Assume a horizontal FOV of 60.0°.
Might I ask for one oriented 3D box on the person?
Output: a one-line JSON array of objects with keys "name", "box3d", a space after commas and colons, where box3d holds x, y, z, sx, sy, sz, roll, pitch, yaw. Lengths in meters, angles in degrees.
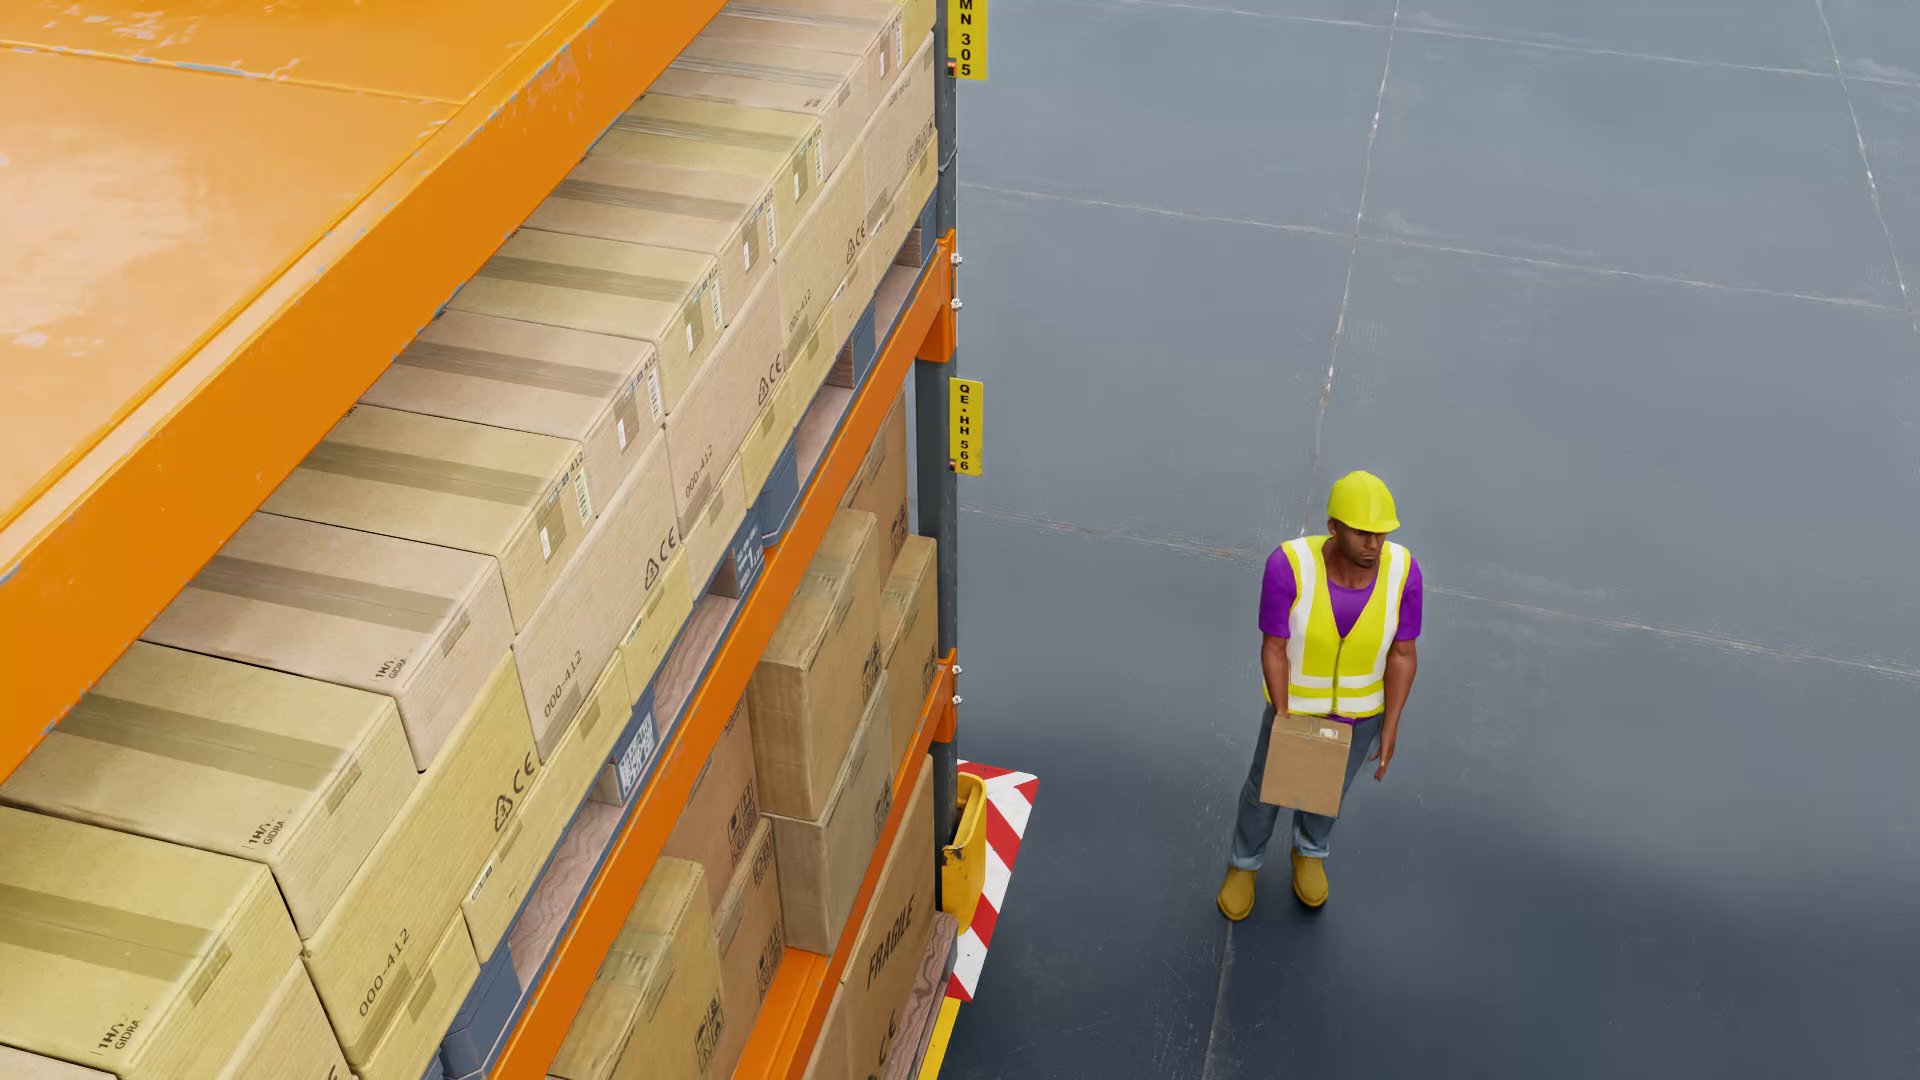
[{"name": "person", "box3d": [1.229, 0.574, 5.635, 0.576, 1.772, 0.539, 0, 41, 0]}]
